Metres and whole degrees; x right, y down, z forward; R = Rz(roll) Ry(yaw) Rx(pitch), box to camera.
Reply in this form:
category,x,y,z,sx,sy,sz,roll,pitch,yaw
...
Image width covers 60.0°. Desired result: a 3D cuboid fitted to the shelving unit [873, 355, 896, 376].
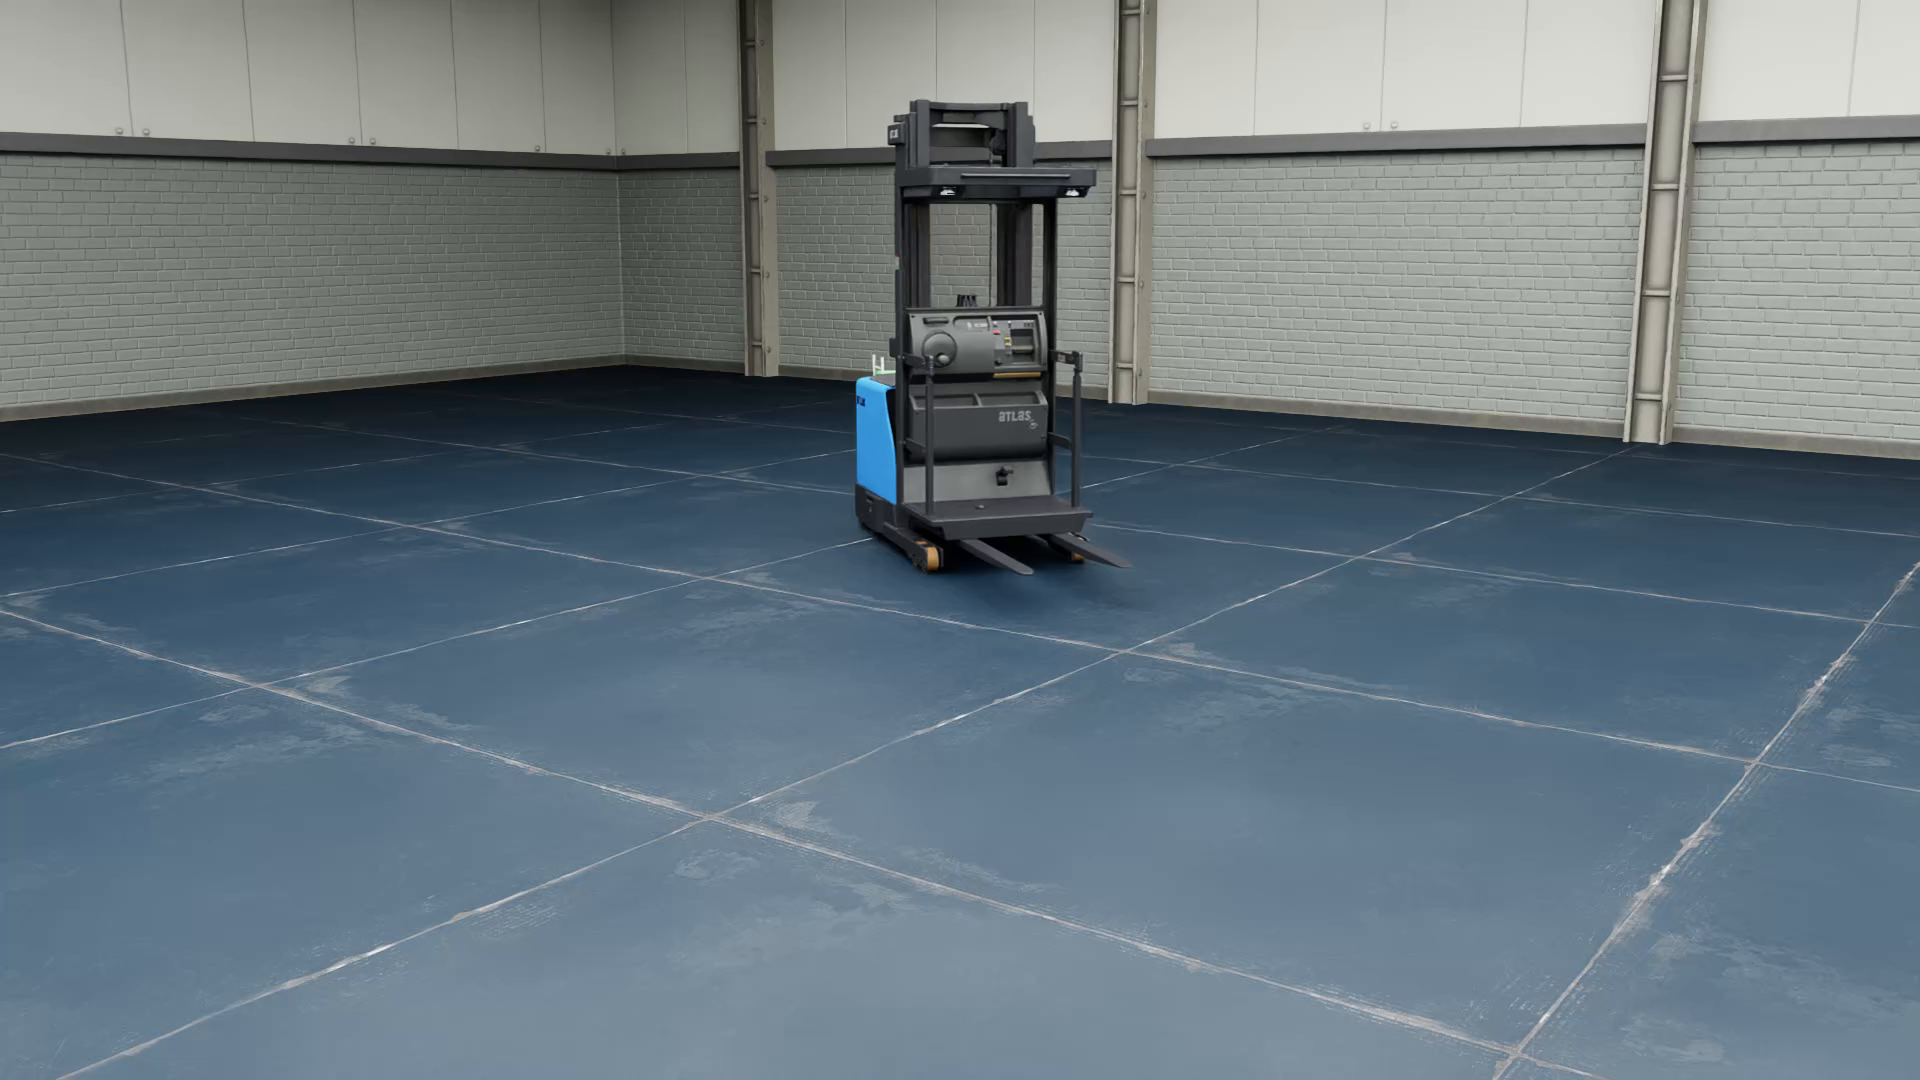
category,x,y,z,sx,sy,sz,roll,pitch,yaw
shelving unit,-0.365,-0.771,12.348,0.503,1.200,0.258,-4,11,-18

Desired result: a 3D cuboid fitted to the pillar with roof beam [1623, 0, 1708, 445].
category,x,y,z,sx,sy,sz,roll,pitch,yaw
pillar with roof beam,4.321,-4.743,12.354,0.400,9.000,9.100,8,13,36

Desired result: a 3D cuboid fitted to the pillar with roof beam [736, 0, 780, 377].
category,x,y,z,sx,sy,sz,roll,pitch,yaw
pillar with roof beam,-5.351,-6.092,19.328,0.400,9.000,9.100,8,13,36

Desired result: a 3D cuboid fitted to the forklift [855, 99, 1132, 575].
category,x,y,z,sx,sy,sz,roll,pitch,yaw
forklift,0.192,-1.321,10.642,1.130,2.935,3.031,-4,12,-18

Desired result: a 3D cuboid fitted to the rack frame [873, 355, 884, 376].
category,x,y,z,sx,sy,sz,roll,pitch,yaw
rack frame,-0.596,-0.756,12.271,0.015,1.200,0.240,-4,11,-18

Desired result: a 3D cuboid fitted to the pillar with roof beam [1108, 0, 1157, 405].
category,x,y,z,sx,sy,sz,roll,pitch,yaw
pillar with roof beam,-0.515,-5.418,15.841,0.400,9.000,9.100,8,13,36

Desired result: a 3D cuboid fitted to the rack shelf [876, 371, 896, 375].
category,x,y,z,sx,sy,sz,roll,pitch,yaw
rack shelf,-0.366,-1.180,12.272,0.480,0.148,0.258,-4,11,-18
